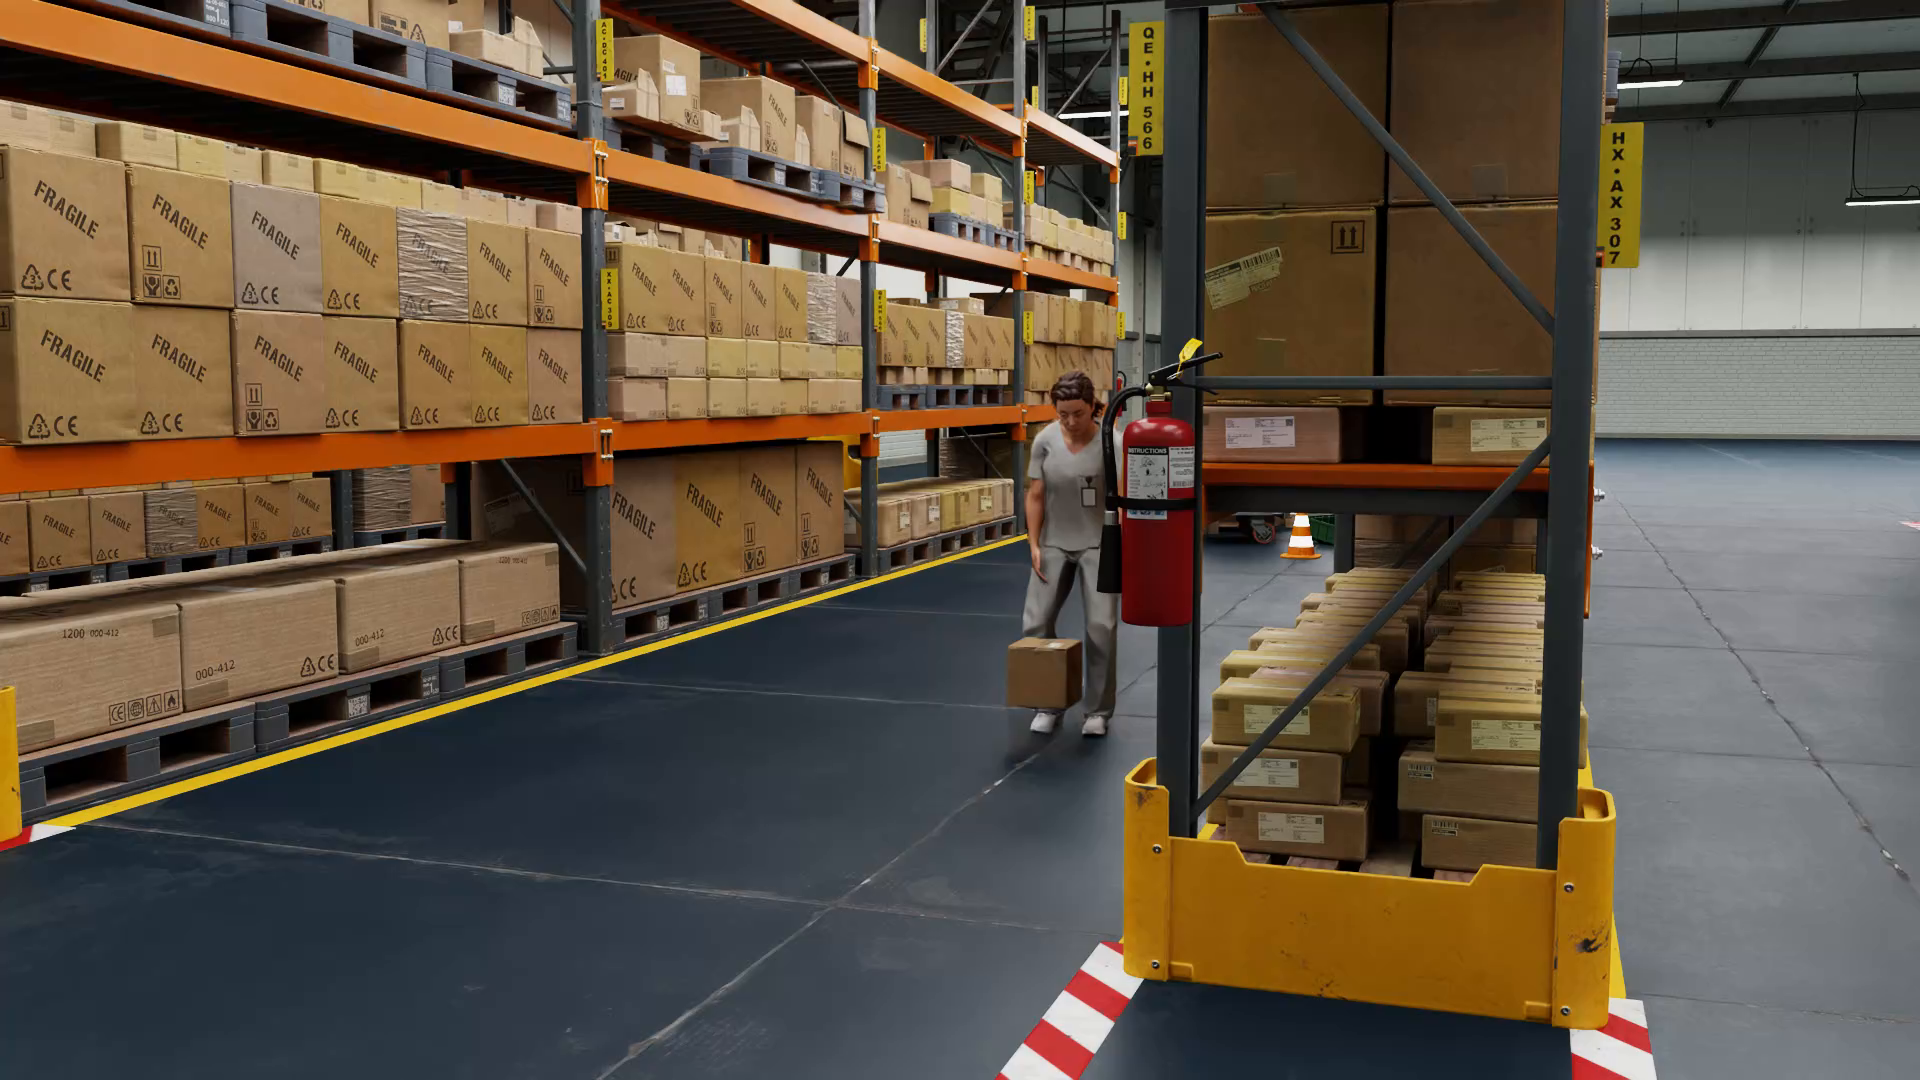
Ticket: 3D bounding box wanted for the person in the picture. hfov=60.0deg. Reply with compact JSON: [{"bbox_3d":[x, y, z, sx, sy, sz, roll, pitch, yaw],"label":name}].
[{"bbox_3d":[0.518,0.056,7.205,0.475,1.573,0.467,2,6,20],"label":"person"}]
